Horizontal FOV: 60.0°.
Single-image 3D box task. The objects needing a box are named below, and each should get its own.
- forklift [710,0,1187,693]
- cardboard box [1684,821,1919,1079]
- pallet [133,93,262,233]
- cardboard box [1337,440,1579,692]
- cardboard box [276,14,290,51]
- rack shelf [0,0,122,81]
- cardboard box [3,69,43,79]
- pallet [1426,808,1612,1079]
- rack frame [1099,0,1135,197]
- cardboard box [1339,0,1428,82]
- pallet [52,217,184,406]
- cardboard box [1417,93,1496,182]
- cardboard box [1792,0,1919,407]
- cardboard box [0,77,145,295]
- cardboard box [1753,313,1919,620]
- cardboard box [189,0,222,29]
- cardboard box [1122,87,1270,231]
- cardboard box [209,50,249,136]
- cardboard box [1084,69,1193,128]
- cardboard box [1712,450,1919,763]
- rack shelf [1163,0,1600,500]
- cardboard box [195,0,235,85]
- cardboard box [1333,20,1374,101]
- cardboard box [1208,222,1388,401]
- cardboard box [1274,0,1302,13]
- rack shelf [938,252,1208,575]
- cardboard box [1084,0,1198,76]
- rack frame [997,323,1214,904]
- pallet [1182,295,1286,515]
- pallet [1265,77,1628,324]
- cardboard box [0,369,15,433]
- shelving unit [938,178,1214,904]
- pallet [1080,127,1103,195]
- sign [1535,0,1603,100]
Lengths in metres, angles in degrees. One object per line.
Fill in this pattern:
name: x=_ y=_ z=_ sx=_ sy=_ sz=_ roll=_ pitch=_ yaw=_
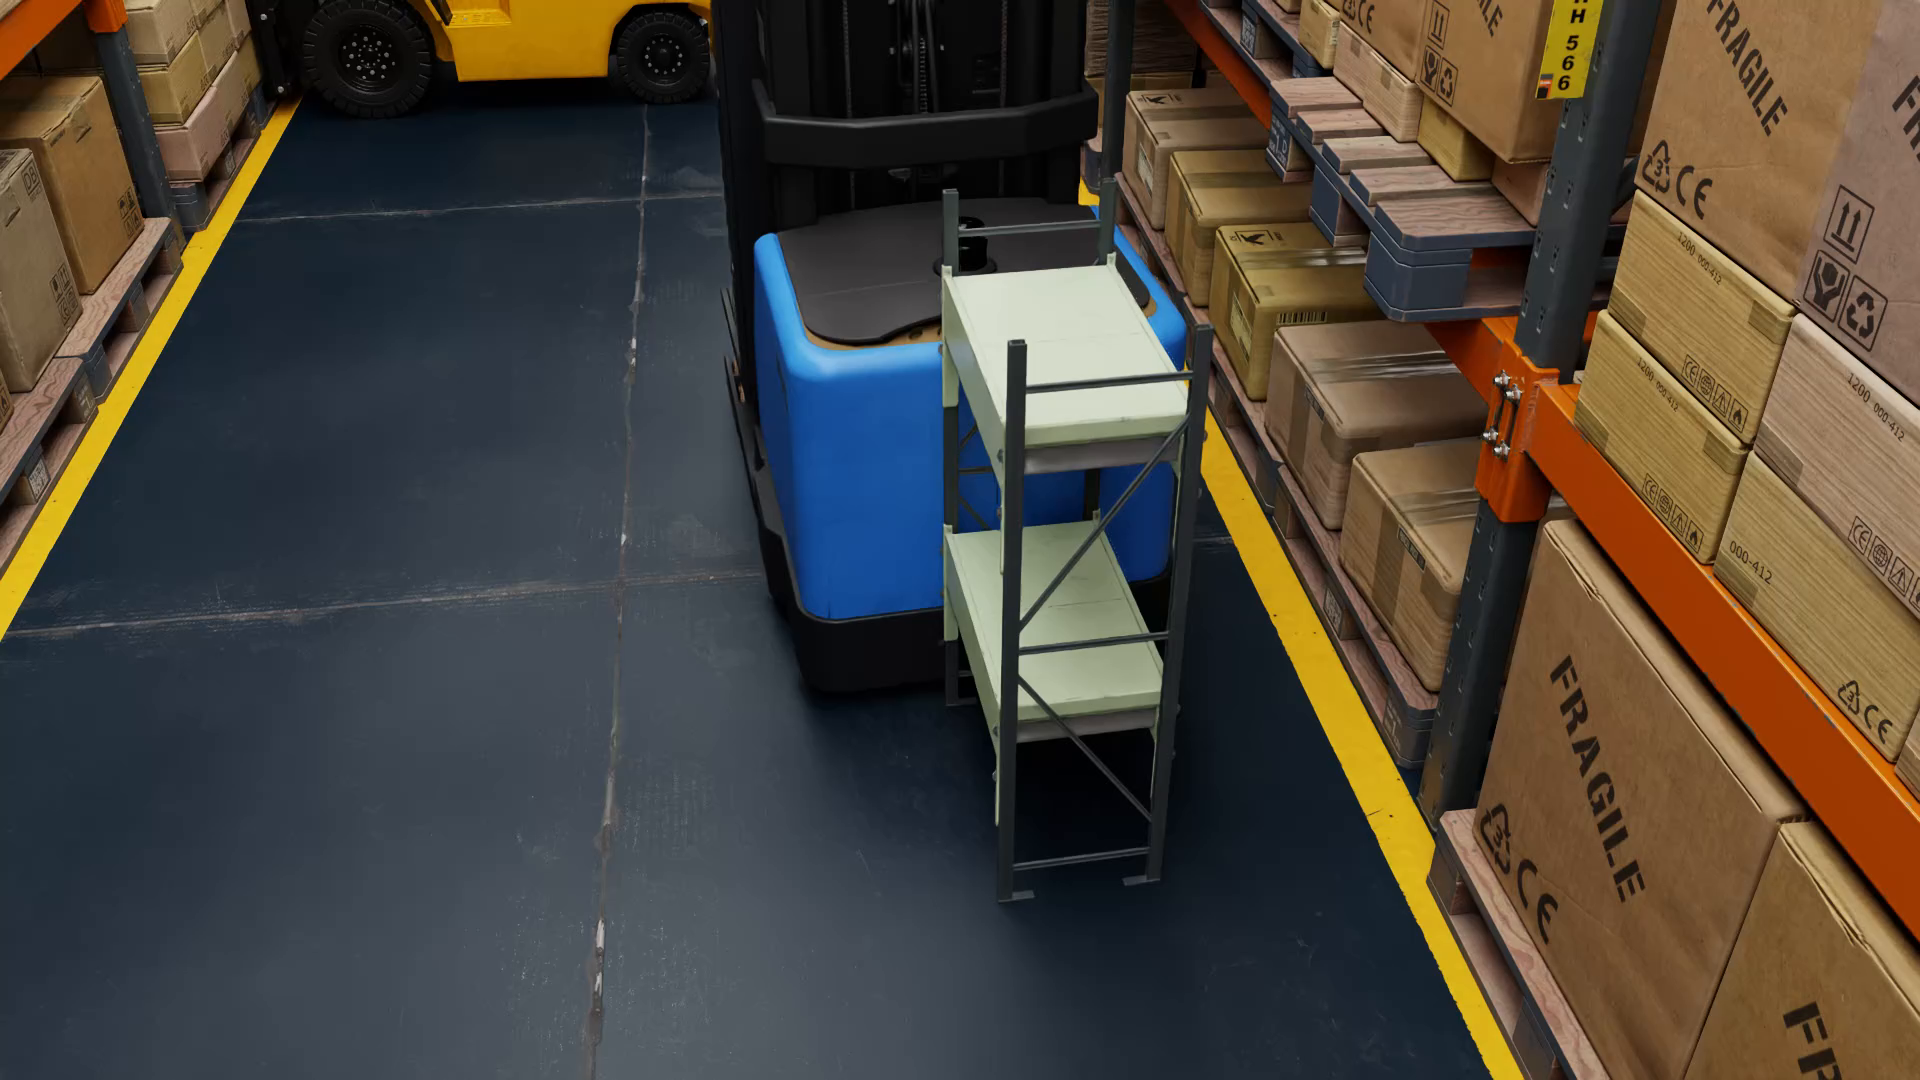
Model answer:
forklift: x=-0.224 y=-1.621 z=5.026 sx=1.130 sy=2.935 sz=3.031 roll=-7 pitch=35 yaw=-10
cardboard box: x=1.798 y=1.023 z=2.598 sx=0.875 sy=0.875 sz=0.875 roll=-4 pitch=34 yaw=-6
pallet: x=-3.849 y=-1.720 z=7.586 sx=1.003 sy=0.211 sz=1.213 roll=-4 pitch=35 yaw=-6
cardboard box: x=1.606 y=0.026 z=4.509 sx=0.950 sy=0.372 sz=0.625 roll=-7 pitch=35 yaw=-10
cardboard box: x=-3.738 y=-2.610 z=8.485 sx=0.500 sy=0.250 sz=0.500 roll=-3 pitch=34 yaw=-5
rack shelf: x=-3.515 y=-1.012 z=4.710 sx=1.077 sy=0.370 sz=4.000 roll=-4 pitch=35 yaw=-6
cardboard box: x=-4.053 y=-1.925 z=7.036 sx=0.500 sy=0.250 sz=0.500 roll=-5 pitch=35 yaw=-7
pallet: x=1.703 y=1.027 z=3.555 sx=1.003 sy=0.211 sz=1.213 roll=-4 pitch=35 yaw=-6
rack frame: x=1.134 y=-2.803 z=6.699 sx=1.000 sy=3.000 sz=0.127 roll=-4 pitch=35 yaw=-6
cardboard box: x=1.255 y=-1.429 z=3.957 sx=0.500 sy=0.500 sz=0.500 roll=-5 pitch=35 yaw=-7
pallet: x=-3.646 y=-0.864 z=6.331 sx=1.003 sy=0.211 sz=1.213 roll=-4 pitch=35 yaw=-6
cardboard box: x=1.287 y=-0.950 z=3.830 sx=0.380 sy=0.149 sz=0.250 roll=-4 pitch=34 yaw=-6
cardboard box: x=1.572 y=-0.455 z=2.278 sx=0.500 sy=0.500 sz=0.500 roll=-4 pitch=35 yaw=-6
cardboard box: x=-3.703 y=-1.327 z=6.269 sx=0.875 sy=0.625 sz=0.625 roll=-3 pitch=34 yaw=-4
cardboard box: x=1.564 y=-0.125 z=2.460 sx=0.500 sy=0.250 sz=0.500 roll=-4 pitch=34 yaw=-5
cardboard box: x=-3.597 y=-2.455 z=7.370 sx=0.500 sy=0.250 sz=0.500 roll=-4 pitch=35 yaw=-6
cardboard box: x=1.207 y=-1.598 z=6.892 sx=0.950 sy=0.372 sz=0.625 roll=-4 pitch=34 yaw=-6
cardboard box: x=-3.605 y=-2.039 z=7.648 sx=0.500 sy=0.250 sz=0.500 roll=-5 pitch=35 yaw=-7
cardboard box: x=0.788 y=-2.150 z=7.810 sx=0.500 sy=0.250 sz=0.500 roll=-3 pitch=34 yaw=-4
cardboard box: x=1.575 y=0.069 z=2.619 sx=0.500 sy=0.250 sz=0.500 roll=-5 pitch=35 yaw=-8
rack shelf: x=1.403 y=-1.390 z=5.264 sx=1.077 sy=0.370 sz=4.000 roll=-4 pitch=35 yaw=-6
cardboard box: x=-3.613 y=-2.243 z=7.503 sx=0.500 sy=0.250 sz=0.500 roll=-5 pitch=35 yaw=-7
cardboard box: x=1.183 y=-1.228 z=4.239 sx=0.380 sy=0.149 sz=0.250 roll=-6 pitch=35 yaw=-9
cardboard box: x=1.402 y=-0.809 z=5.734 sx=0.950 sy=0.372 sz=0.625 roll=-3 pitch=34 yaw=-5
cardboard box: x=1.108 y=-1.664 z=4.879 sx=0.380 sy=0.149 sz=0.250 roll=-5 pitch=35 yaw=-8
rack shelf: x=0.223 y=-0.300 z=3.661 sx=0.431 sy=0.370 sz=0.720 roll=-6 pitch=35 yaw=-8
cardboard box: x=0.789 y=-2.460 z=7.599 sx=0.500 sy=0.500 sz=0.500 roll=-5 pitch=35 yaw=-7
rack frame: x=0.287 y=0.226 z=3.586 sx=0.400 sy=1.500 sz=0.023 roll=-6 pitch=35 yaw=-8
pallet: x=1.408 y=-0.534 z=5.846 sx=1.003 sy=0.211 sz=1.213 roll=-4 pitch=35 yaw=-6
pallet: x=1.471 y=-0.881 z=4.050 sx=1.213 sy=0.211 sz=1.003 roll=-4 pitch=35 yaw=-6
cardboard box: x=-3.503 y=-0.474 z=5.017 sx=0.875 sy=0.625 sz=0.625 roll=-6 pitch=35 yaw=-8
shelving unit: x=0.223 y=0.022 z=3.883 sx=0.431 sy=1.500 sz=0.755 roll=-6 pitch=35 yaw=-8
pallet: x=1.009 y=-2.023 z=8.031 sx=1.003 sy=0.211 sz=1.213 roll=-4 pitch=35 yaw=-6
sign: x=1.136 y=-0.970 z=3.052 sx=0.100 sy=0.325 sz=0.005 roll=-4 pitch=35 yaw=-6
